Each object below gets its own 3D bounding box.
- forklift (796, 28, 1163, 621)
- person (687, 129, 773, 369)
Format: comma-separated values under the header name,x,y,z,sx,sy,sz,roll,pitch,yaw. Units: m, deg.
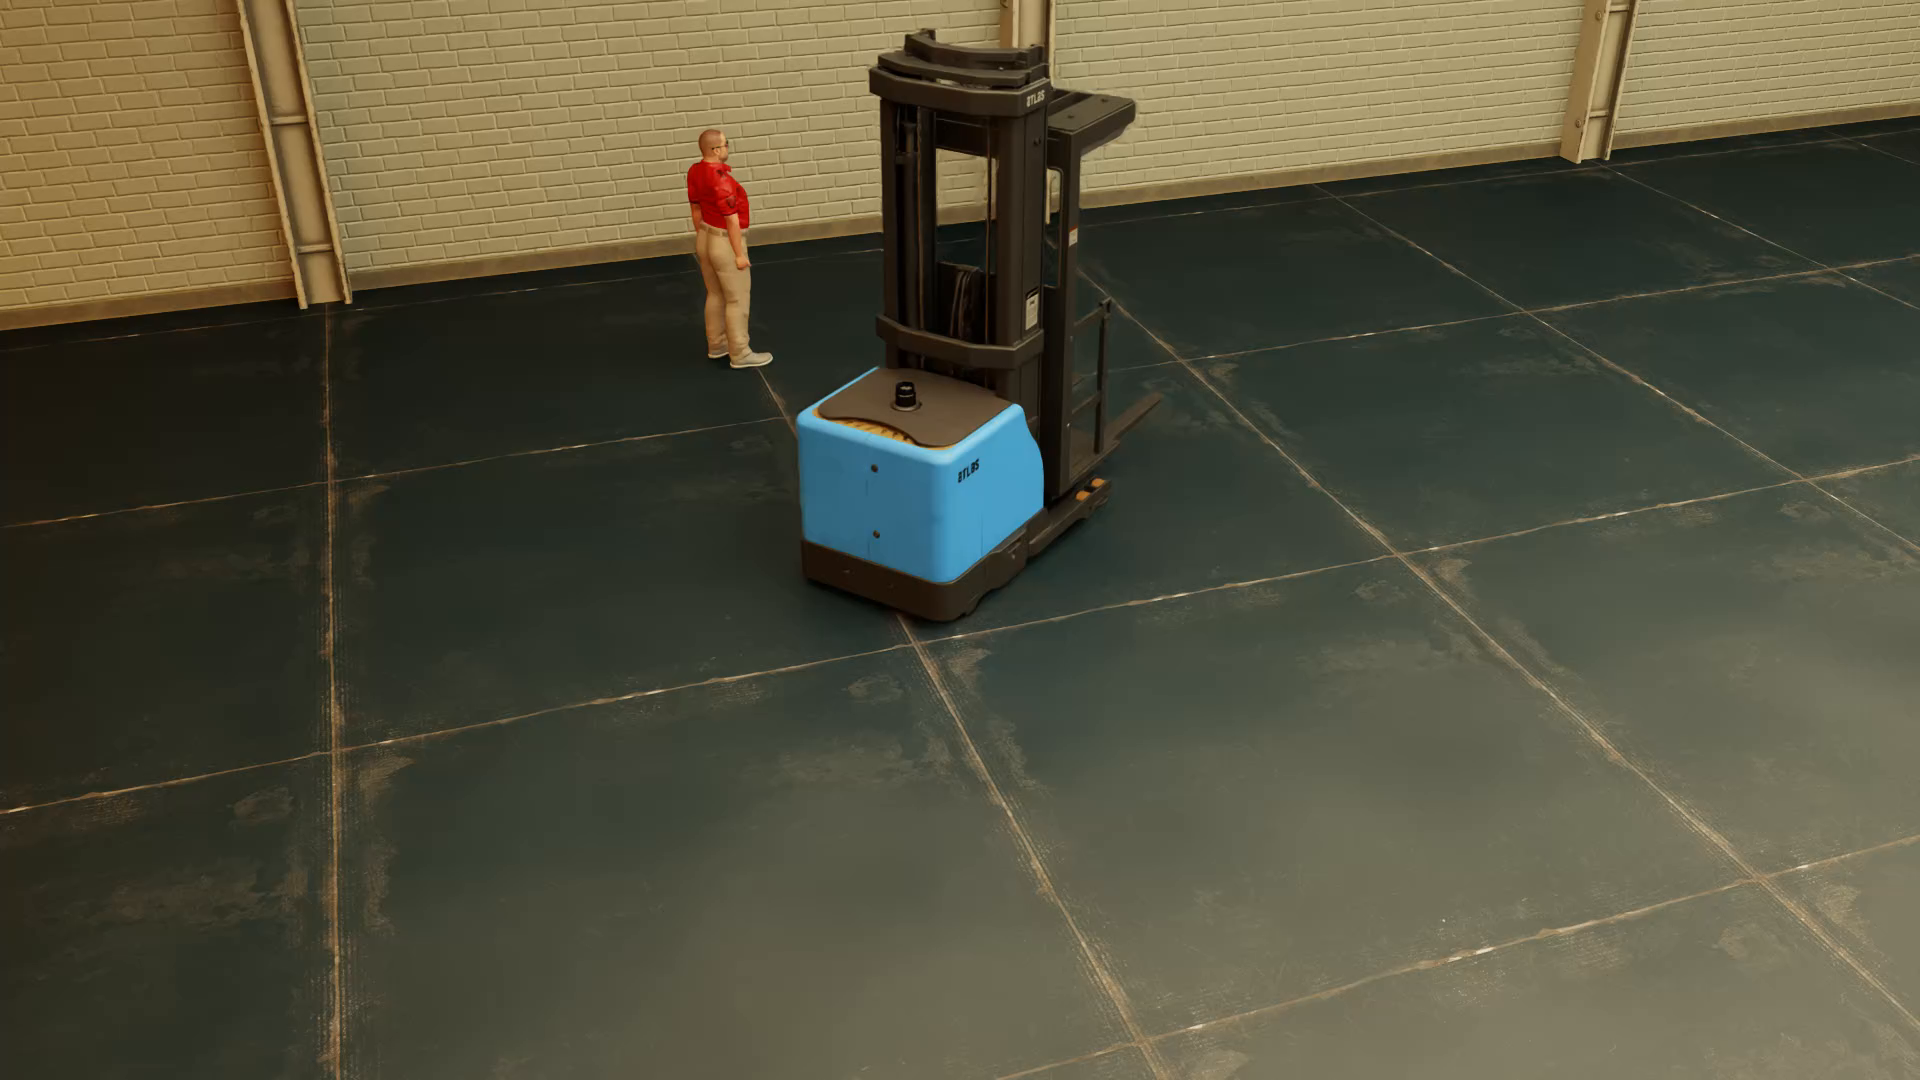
name,x,y,z,sx,sy,sz,roll,pitch,yaw
forklift,0.295,-1.520,9.728,1.130,2.935,3.031,17,34,27
person,-1.681,-2.099,11.946,0.389,1.728,0.528,-24,38,-35
